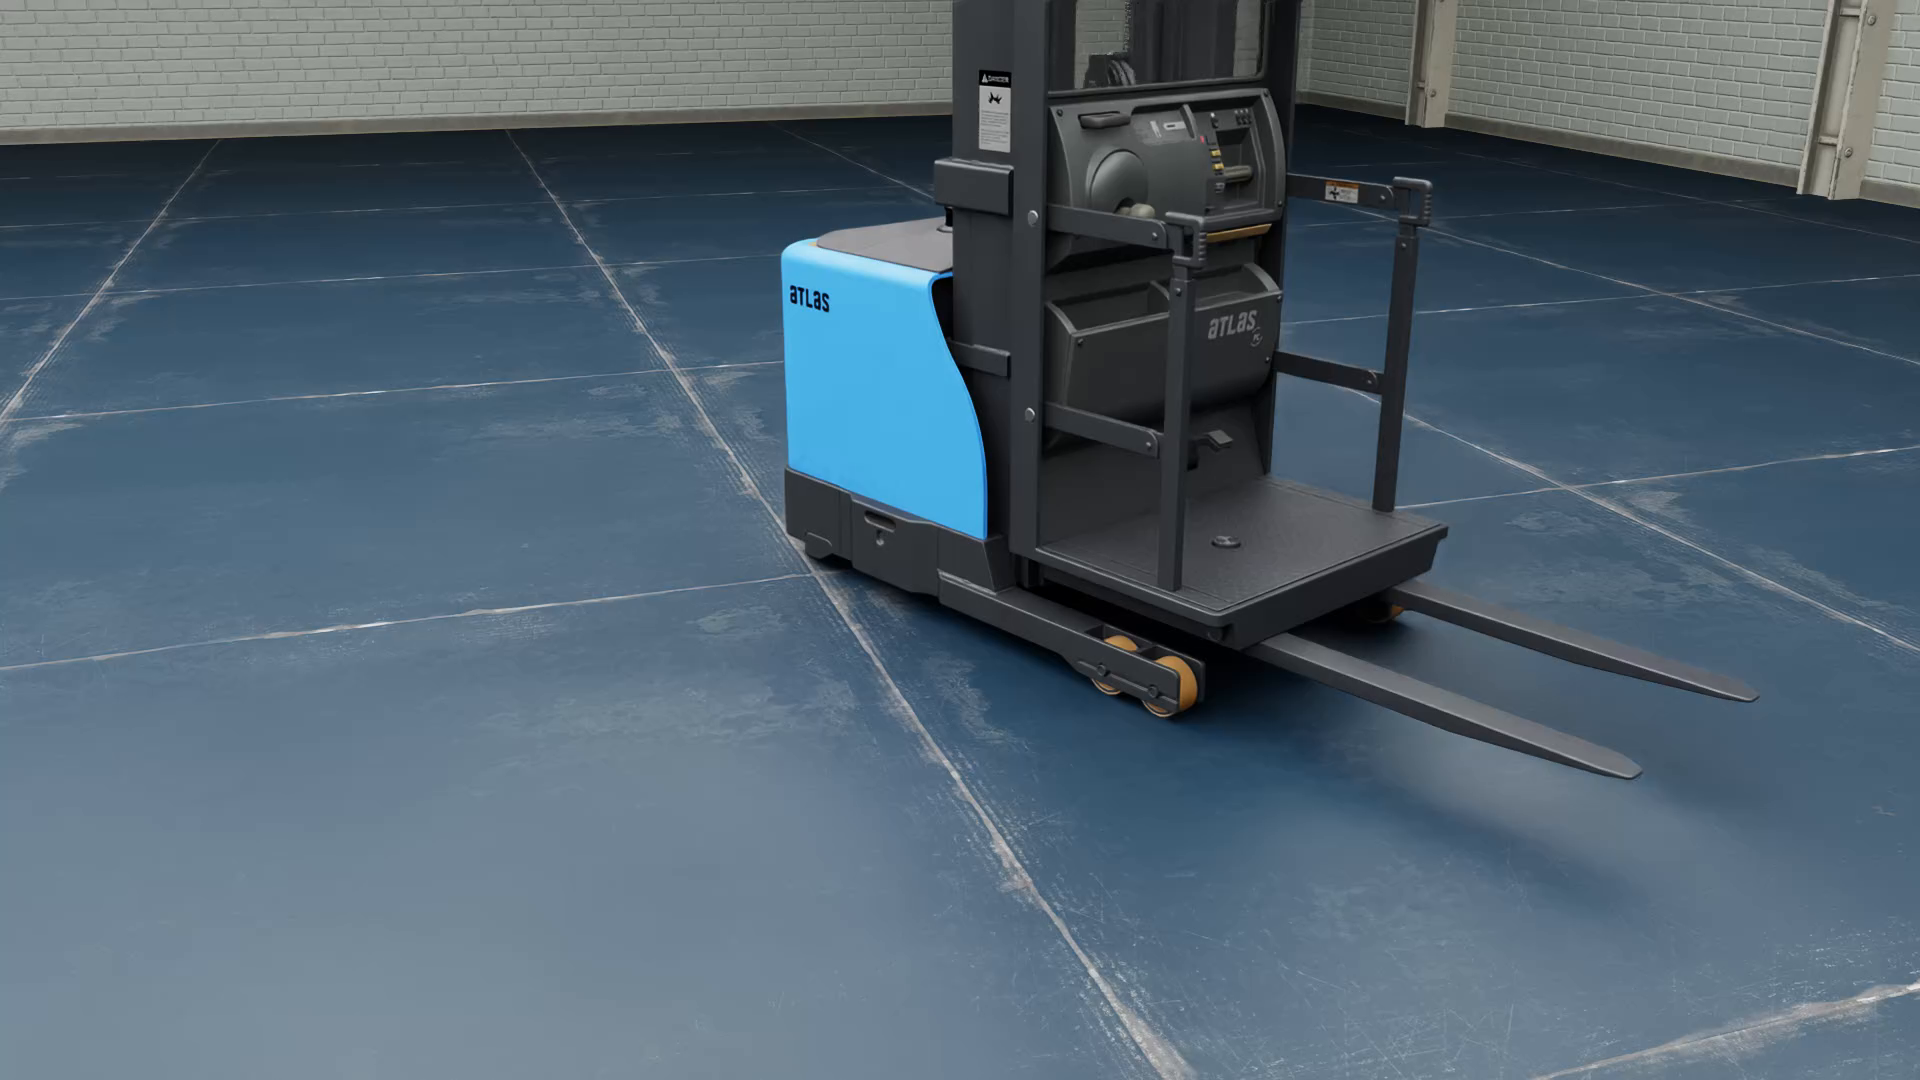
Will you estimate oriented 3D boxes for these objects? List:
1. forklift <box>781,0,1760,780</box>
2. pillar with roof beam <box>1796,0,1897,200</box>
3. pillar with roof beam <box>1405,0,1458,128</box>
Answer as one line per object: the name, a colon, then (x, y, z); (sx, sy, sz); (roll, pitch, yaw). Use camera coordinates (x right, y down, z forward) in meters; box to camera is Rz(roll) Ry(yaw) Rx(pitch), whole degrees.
forklift: (0.753, -1.087, 4.607); (1.130, 2.935, 3.031); (-17, 26, -39)
pillar with roof beam: (3.208, -6.670, 11.174); (9.100, 9.000, 0.400); (-6, 21, -17)
pillar with roof beam: (1.323, -8.595, 16.535); (9.100, 9.000, 0.400); (-6, 21, -17)
